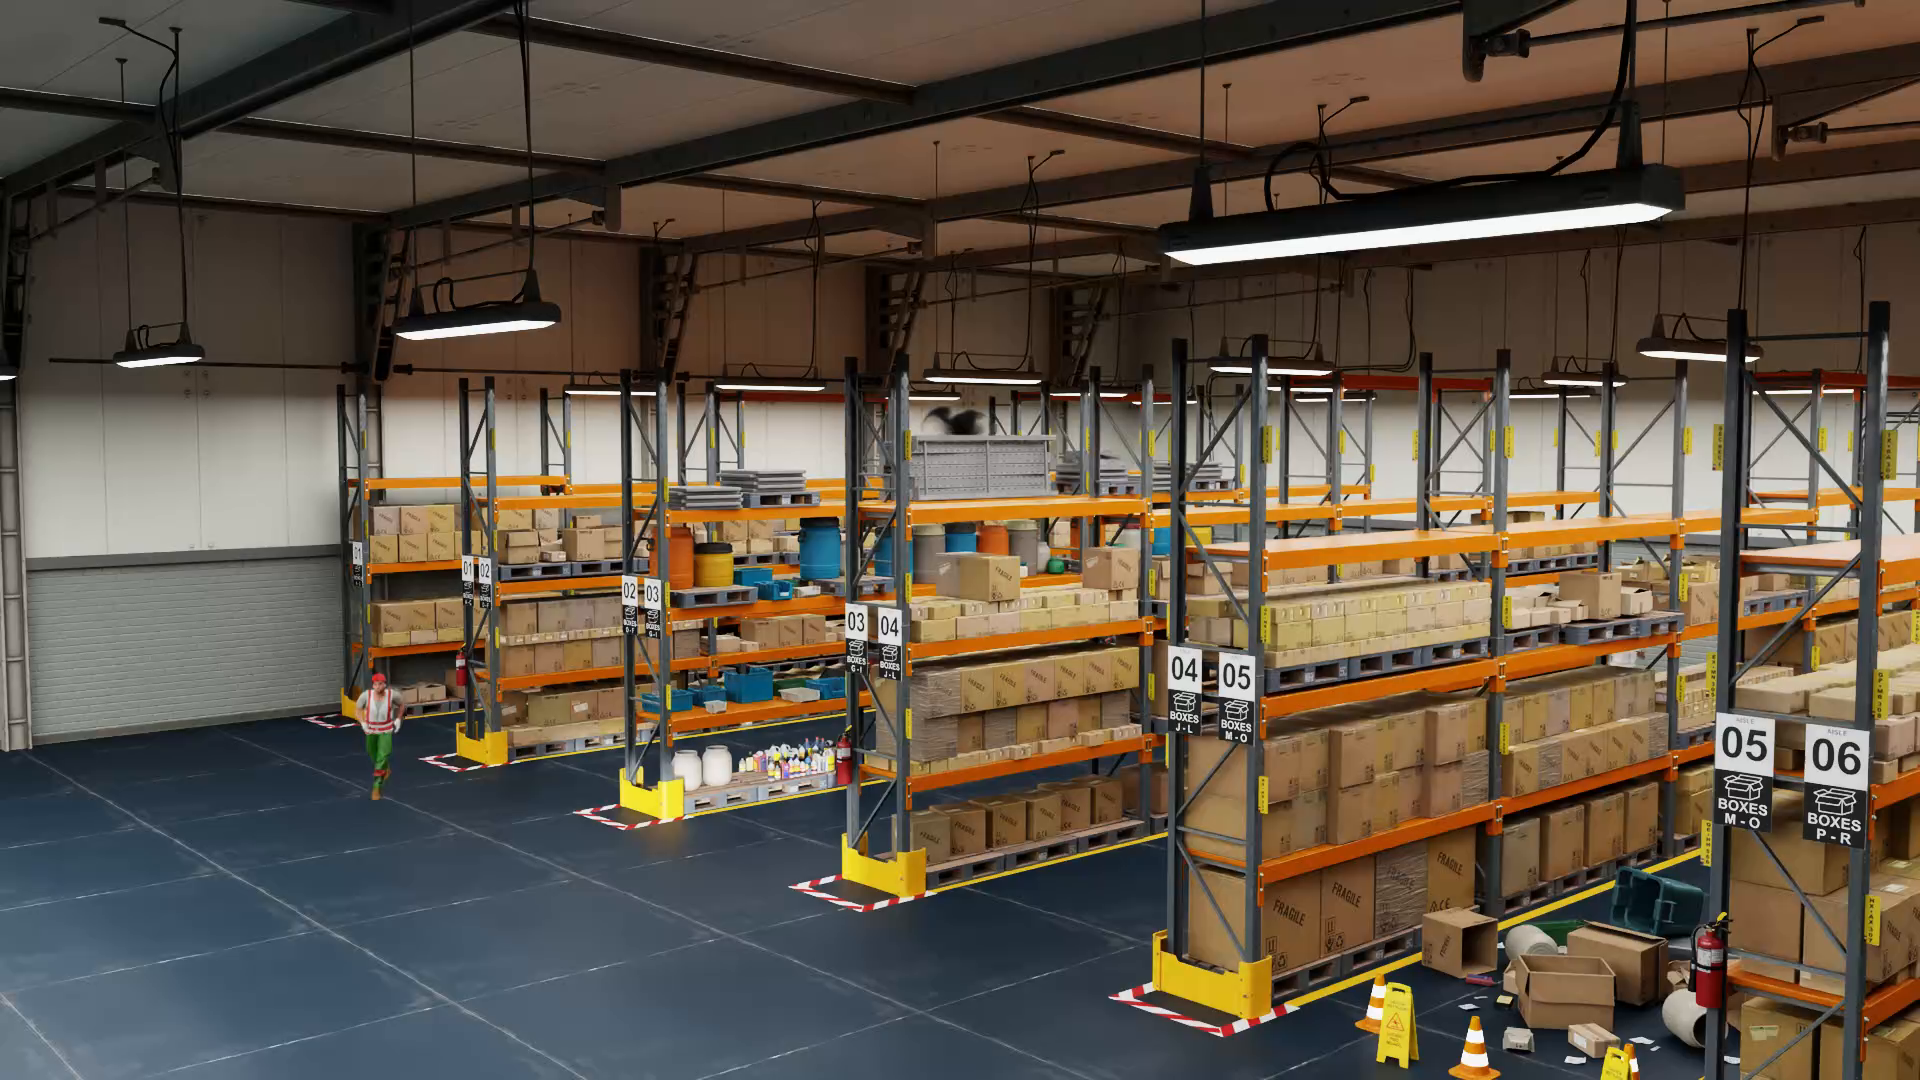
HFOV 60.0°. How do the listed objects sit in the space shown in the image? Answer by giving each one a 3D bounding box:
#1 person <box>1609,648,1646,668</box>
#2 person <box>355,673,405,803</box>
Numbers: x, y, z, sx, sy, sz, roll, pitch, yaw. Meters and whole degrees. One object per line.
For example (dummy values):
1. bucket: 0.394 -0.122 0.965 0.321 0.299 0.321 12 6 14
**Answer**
1. person: 11.923 2.334 29.862 0.700 1.798 0.792 -1 4 -17
2. person: -8.235 2.741 23.624 0.659 1.770 1.119 -1 4 -10
